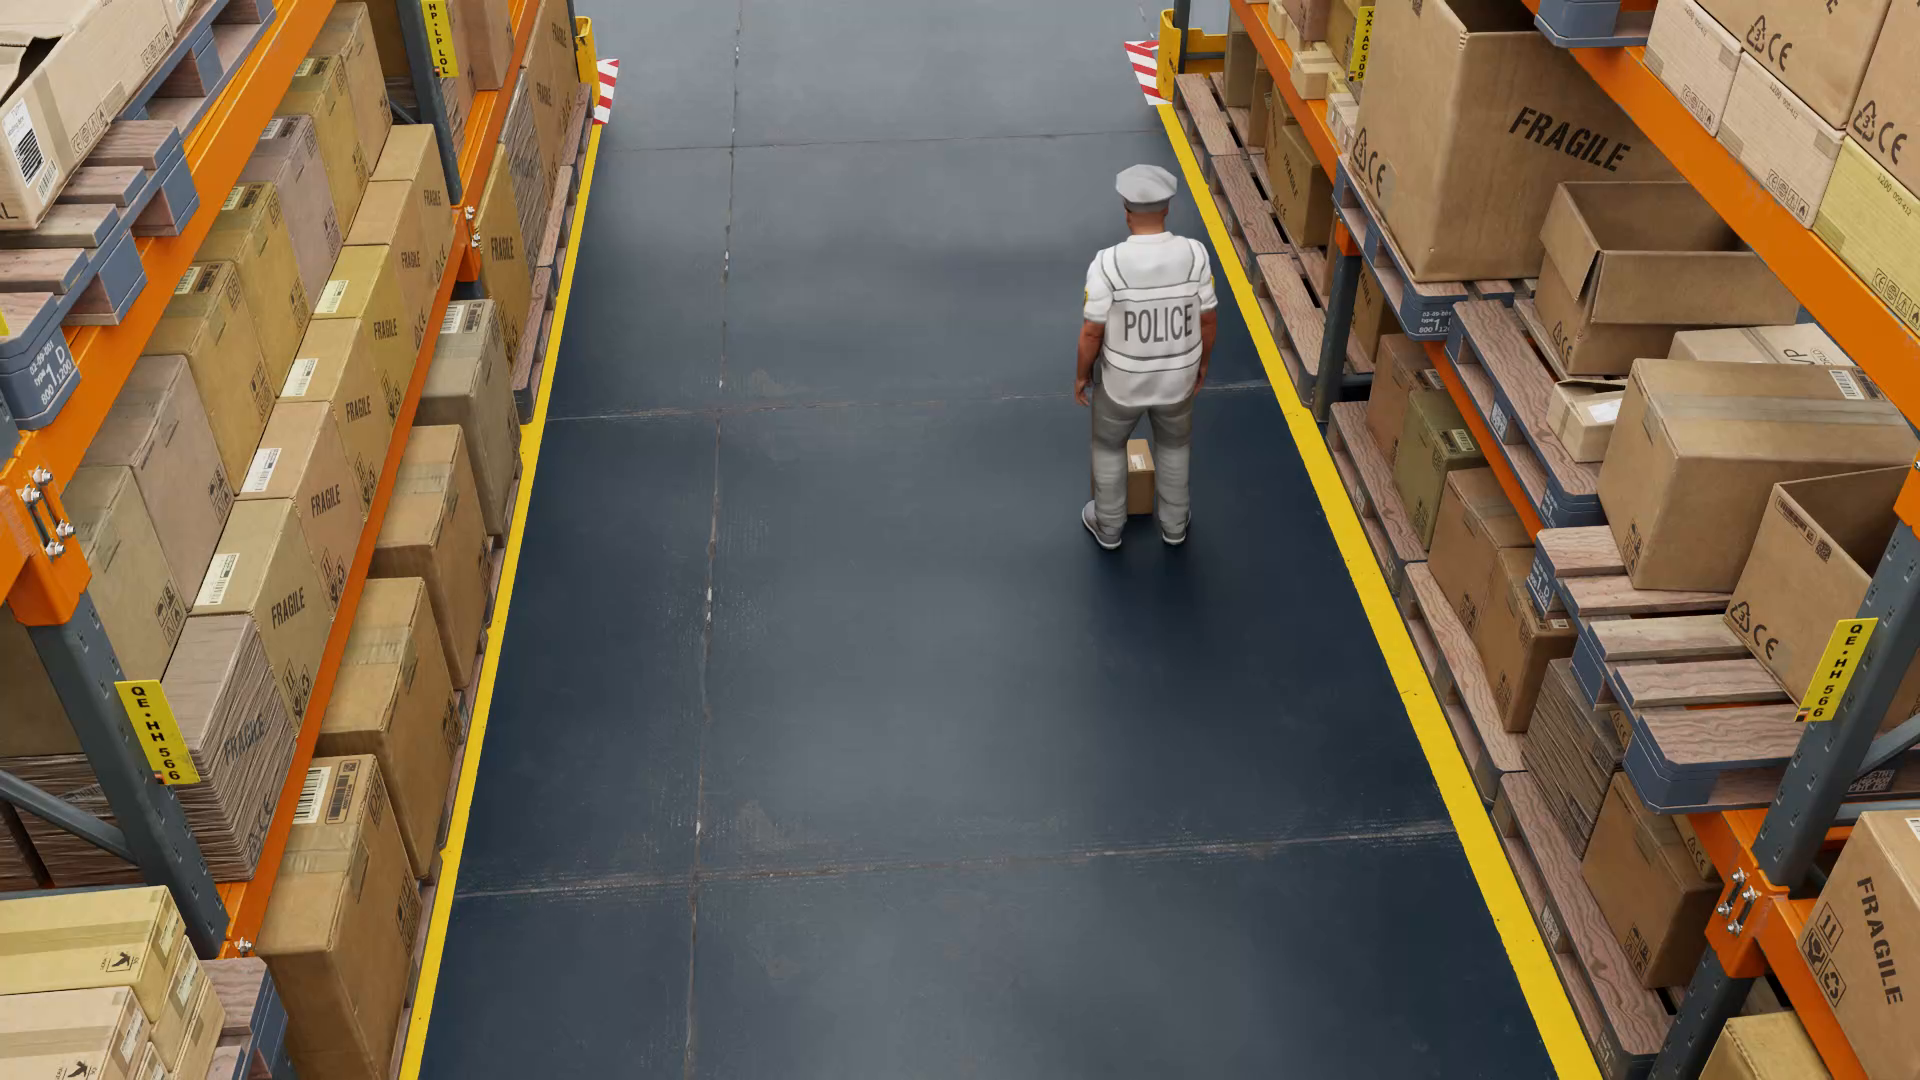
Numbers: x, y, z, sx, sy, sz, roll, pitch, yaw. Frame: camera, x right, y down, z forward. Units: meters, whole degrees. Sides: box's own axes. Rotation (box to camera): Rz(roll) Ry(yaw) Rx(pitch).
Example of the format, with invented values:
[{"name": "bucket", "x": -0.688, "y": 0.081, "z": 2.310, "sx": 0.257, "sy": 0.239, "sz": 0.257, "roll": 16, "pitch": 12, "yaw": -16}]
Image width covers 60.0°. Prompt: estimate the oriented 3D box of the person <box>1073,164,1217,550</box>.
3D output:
[{"name": "person", "x": 0.779, "y": -0.704, "z": 7.021, "sx": 0.606, "sy": 1.748, "sz": 0.445, "roll": -5, "pitch": 39, "yaw": -7}]
